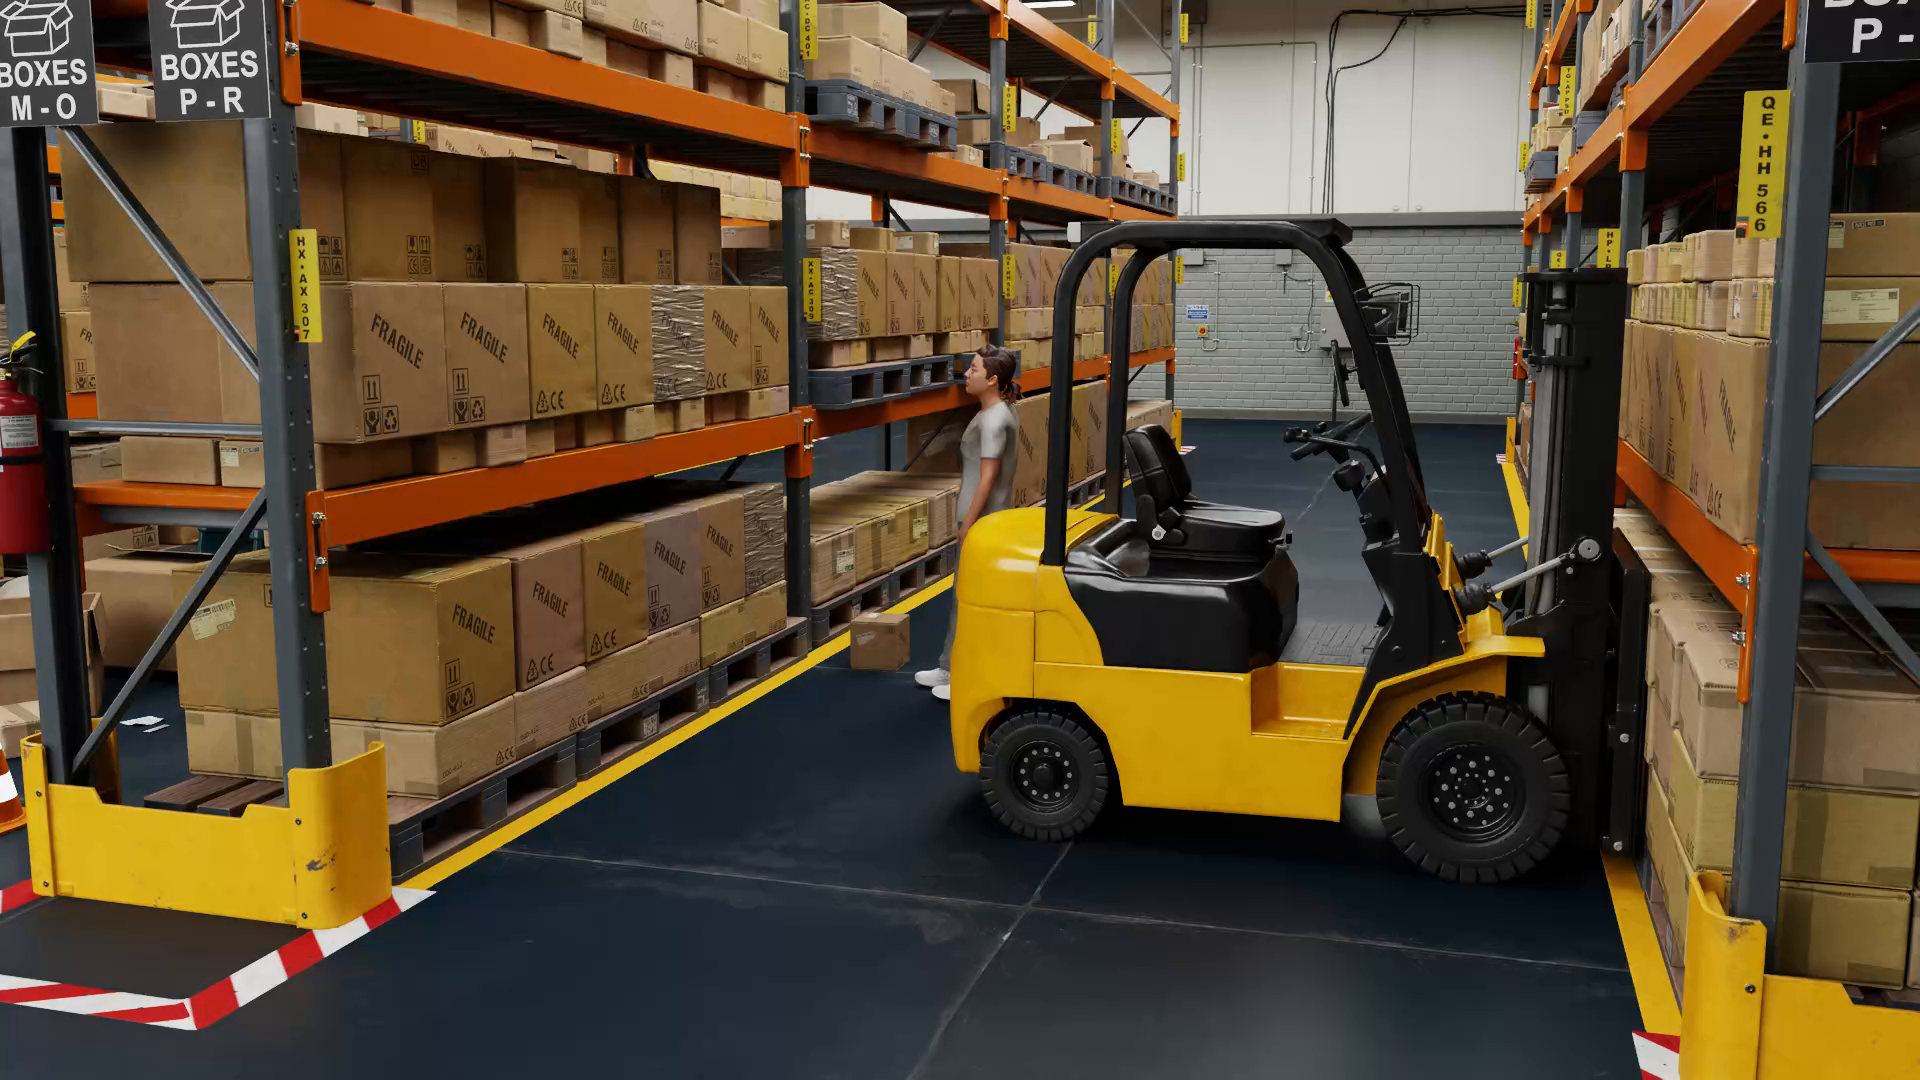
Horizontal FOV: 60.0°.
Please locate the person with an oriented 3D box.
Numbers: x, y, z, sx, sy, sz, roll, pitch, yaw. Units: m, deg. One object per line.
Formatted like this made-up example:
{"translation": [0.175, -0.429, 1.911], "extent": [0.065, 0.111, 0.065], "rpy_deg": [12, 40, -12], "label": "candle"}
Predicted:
{"translation": [0.033, -0.079, 7.813], "extent": [0.550, 1.677, 0.550], "rpy_deg": [1, 8, 5], "label": "person"}
